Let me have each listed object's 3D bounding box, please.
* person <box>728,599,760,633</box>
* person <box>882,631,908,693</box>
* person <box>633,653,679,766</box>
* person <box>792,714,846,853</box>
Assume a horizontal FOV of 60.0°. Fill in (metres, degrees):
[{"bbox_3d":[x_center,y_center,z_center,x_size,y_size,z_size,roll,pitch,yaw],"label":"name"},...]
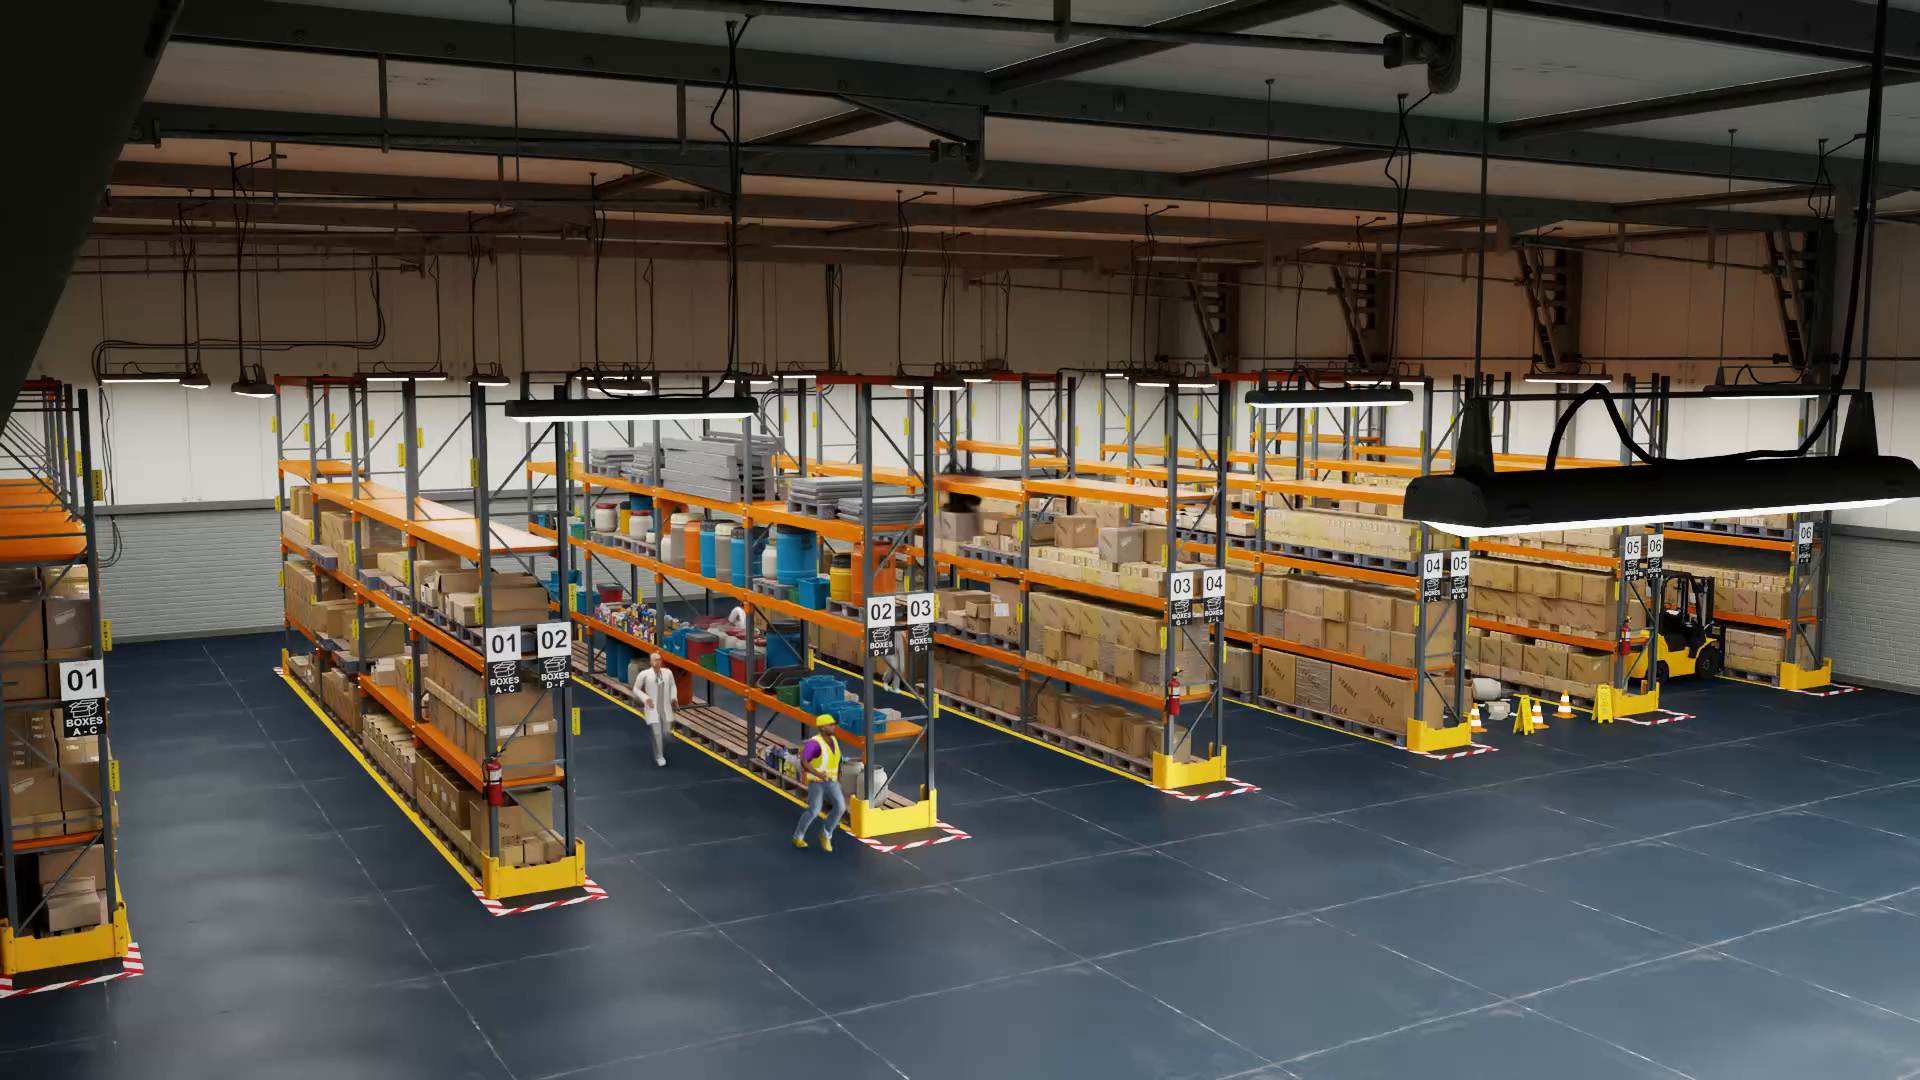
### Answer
[{"bbox_3d":[-4.241,1.902,32.672,0.681,1.746,0.726,-6,8,-41],"label":"person"},{"bbox_3d":[-1.178,1.945,30.024,0.561,1.630,0.541,-4,8,-35],"label":"person"},{"bbox_3d":[-4.769,2.629,26.081,0.712,1.739,0.652,-3,7,-29],"label":"person"},{"bbox_3d":[-1.759,3.131,21.497,0.666,1.766,0.764,5,8,39],"label":"person"}]
